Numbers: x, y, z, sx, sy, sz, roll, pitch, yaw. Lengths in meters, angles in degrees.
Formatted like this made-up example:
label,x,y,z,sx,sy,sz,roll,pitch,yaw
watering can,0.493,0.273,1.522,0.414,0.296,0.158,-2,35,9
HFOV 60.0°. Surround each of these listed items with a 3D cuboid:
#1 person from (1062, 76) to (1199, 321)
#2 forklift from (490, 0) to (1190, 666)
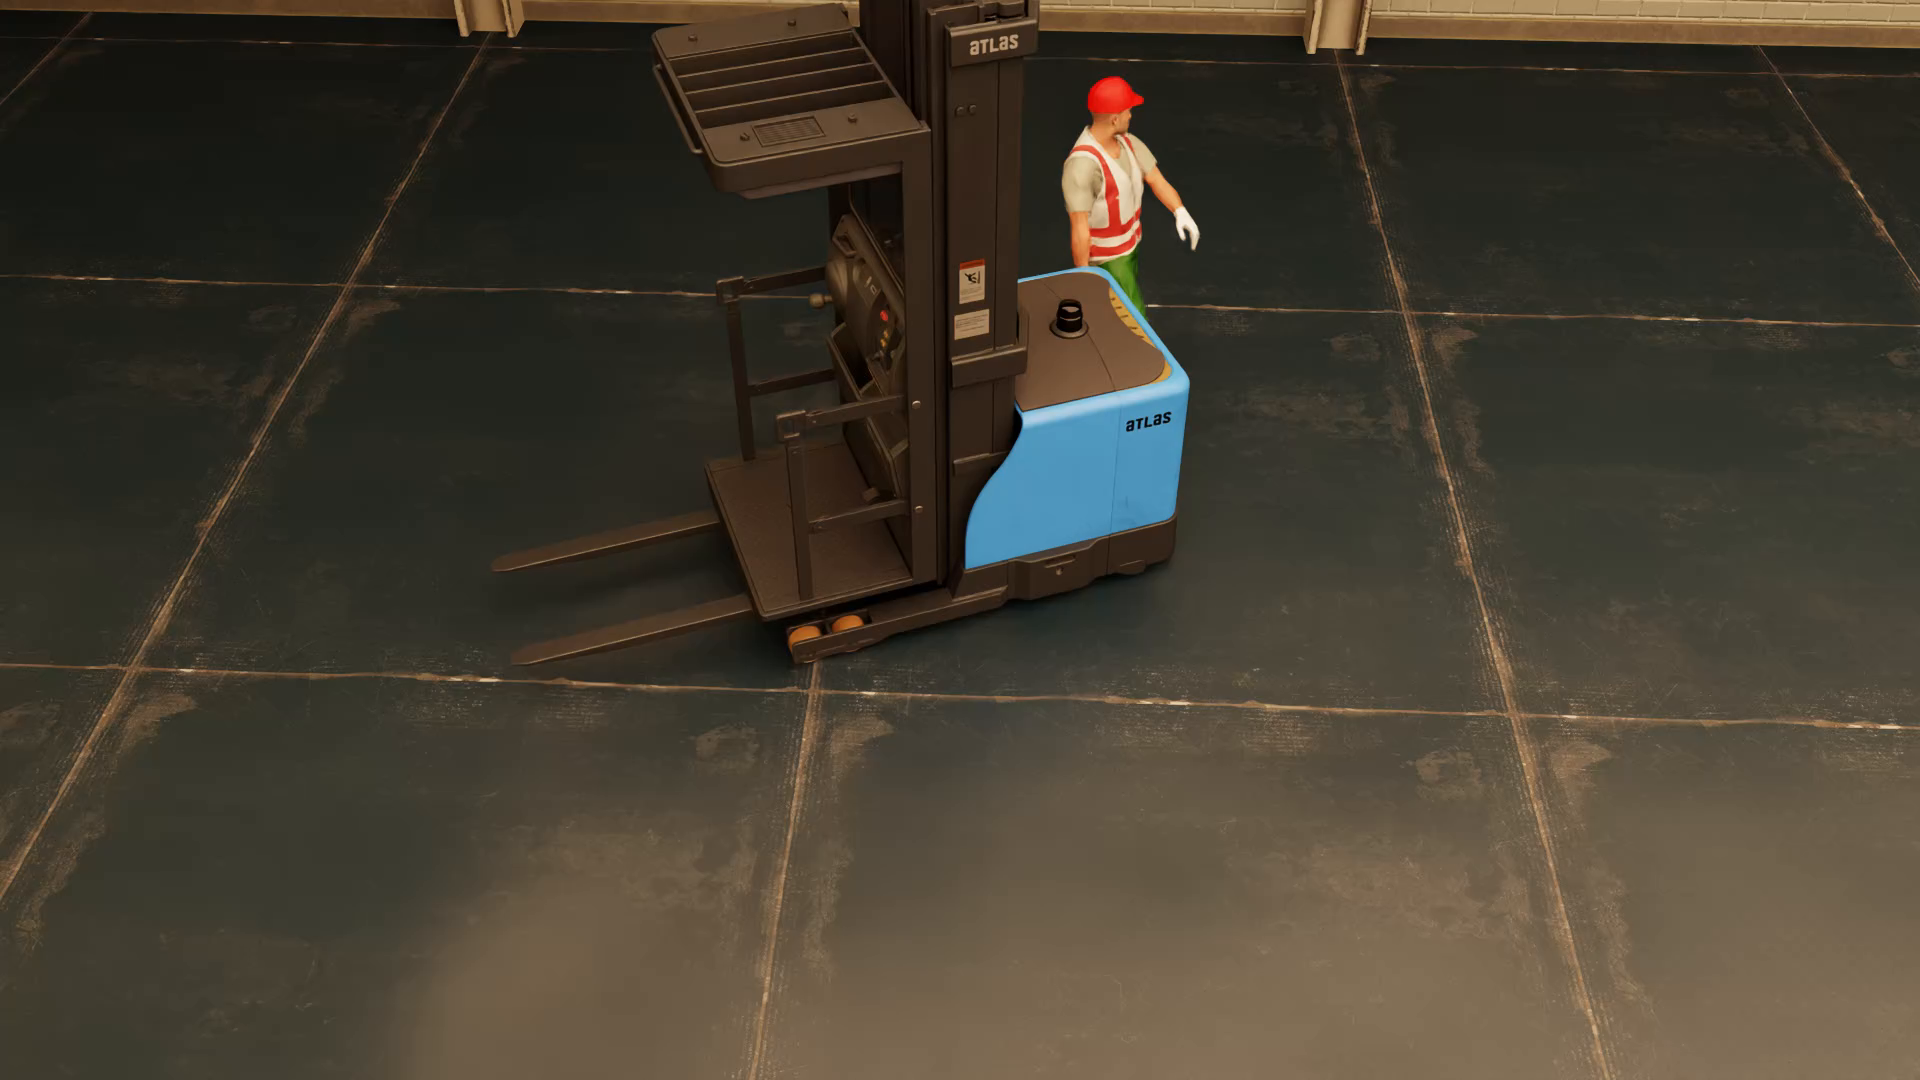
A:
label,x,y,z,sx,sy,sz,roll,pitch,yaw
person,0.751,-1.413,8.234,0.828,1.697,0.756,15,44,15
forklift,-0.573,-0.945,6.778,3.031,2.935,1.130,-13,44,-14
